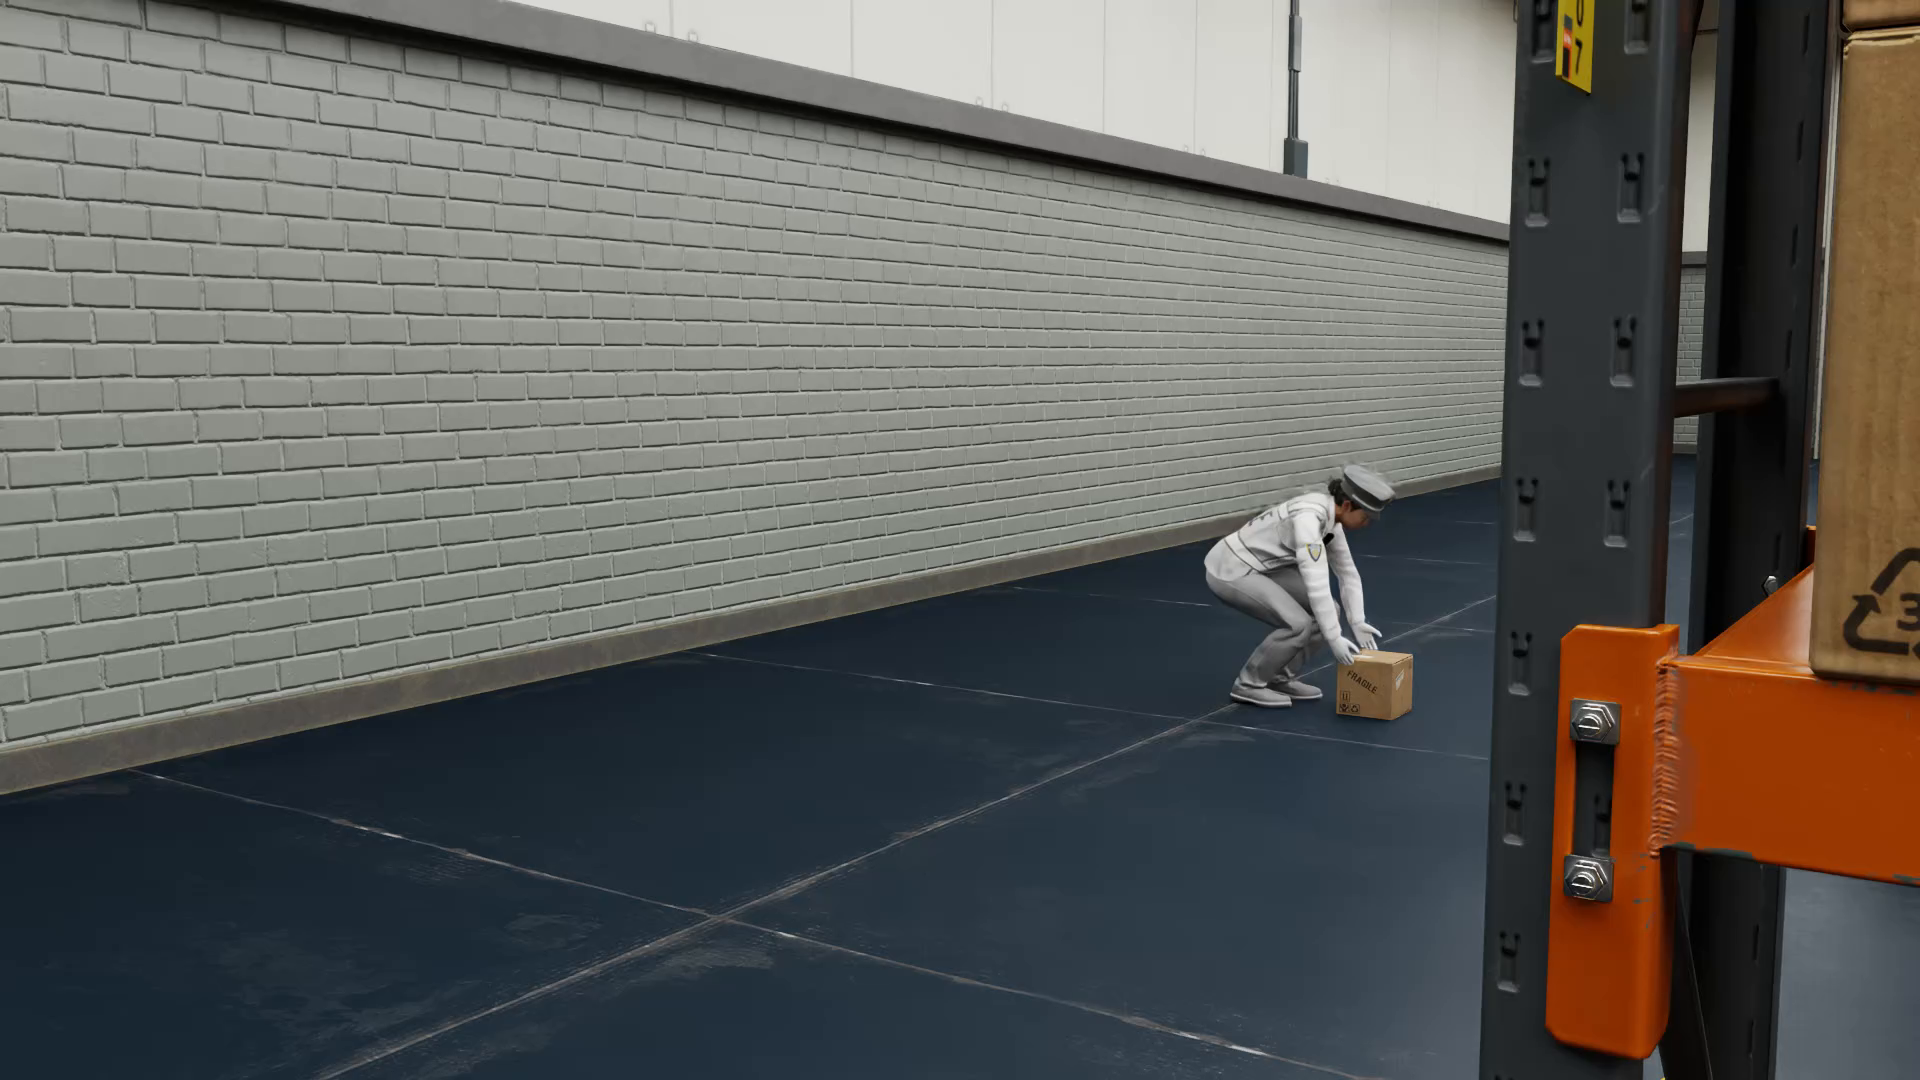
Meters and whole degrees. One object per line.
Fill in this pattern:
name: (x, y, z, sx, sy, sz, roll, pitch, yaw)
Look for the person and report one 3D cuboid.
person: (1.517, 0.196, 7.420, 0.826, 1.075, 0.505, 4, 8, 33)
